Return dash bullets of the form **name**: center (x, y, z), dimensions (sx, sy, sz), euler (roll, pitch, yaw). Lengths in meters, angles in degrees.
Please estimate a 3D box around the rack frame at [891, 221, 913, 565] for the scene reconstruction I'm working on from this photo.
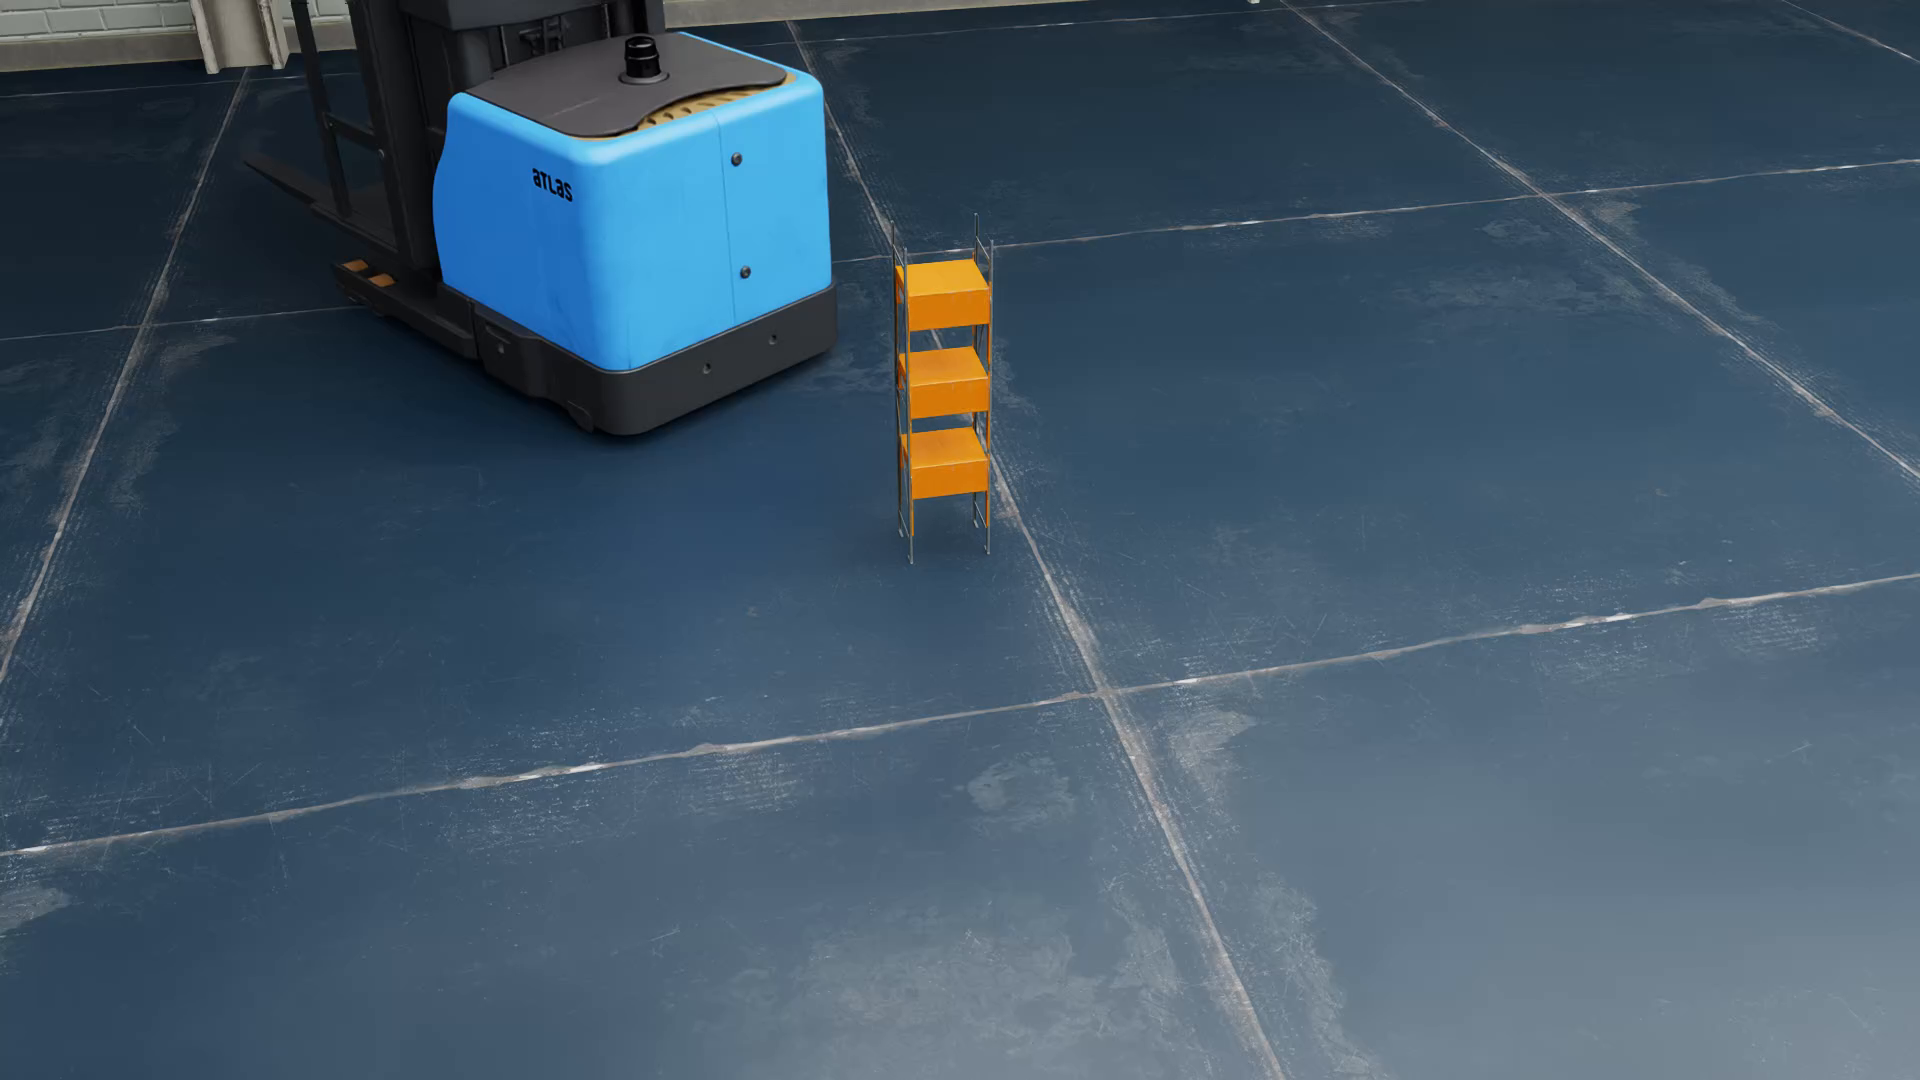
- **rack frame**: center (-0.171, -0.414, 4.925), dimensions (0.008, 1.050, 0.200), euler (-7, 35, -11)

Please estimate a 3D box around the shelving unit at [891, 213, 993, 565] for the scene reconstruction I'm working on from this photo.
- **shelving unit**: center (-0.052, -0.429, 4.948), dimensions (0.252, 1.050, 0.215), euler (-7, 35, -11)

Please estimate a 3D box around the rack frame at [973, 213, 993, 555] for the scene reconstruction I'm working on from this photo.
- **rack frame**: center (0.067, -0.444, 4.970), dimensions (0.008, 1.050, 0.200), euler (-7, 35, -11)

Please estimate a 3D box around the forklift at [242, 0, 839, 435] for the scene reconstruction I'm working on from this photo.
- **forklift**: center (-1.867, -2.283, 6.021), dimensions (3.031, 2.935, 1.130), euler (28, 43, 35)

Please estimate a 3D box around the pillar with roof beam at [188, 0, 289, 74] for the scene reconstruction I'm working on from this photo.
- **pillar with roof beam**: center (-2.975, -4.034, 3.185), dimensions (0.400, 9.000, 9.100), euler (-7, 35, -11)

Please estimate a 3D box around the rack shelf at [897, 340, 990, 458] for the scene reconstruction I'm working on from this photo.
- **rack shelf**: center (-0.052, -0.421, 4.954), dimensions (0.240, 0.259, 0.215), euler (-7, 35, -11)

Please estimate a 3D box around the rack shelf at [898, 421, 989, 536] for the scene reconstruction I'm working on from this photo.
- **rack shelf**: center (-0.052, -0.190, 5.108), dimensions (0.240, 0.259, 0.215), euler (-7, 35, -11)

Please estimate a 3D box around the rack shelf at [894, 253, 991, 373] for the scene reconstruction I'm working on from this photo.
- **rack shelf**: center (-0.052, -0.656, 4.795), dimensions (0.240, 0.259, 0.215), euler (-7, 35, -11)
